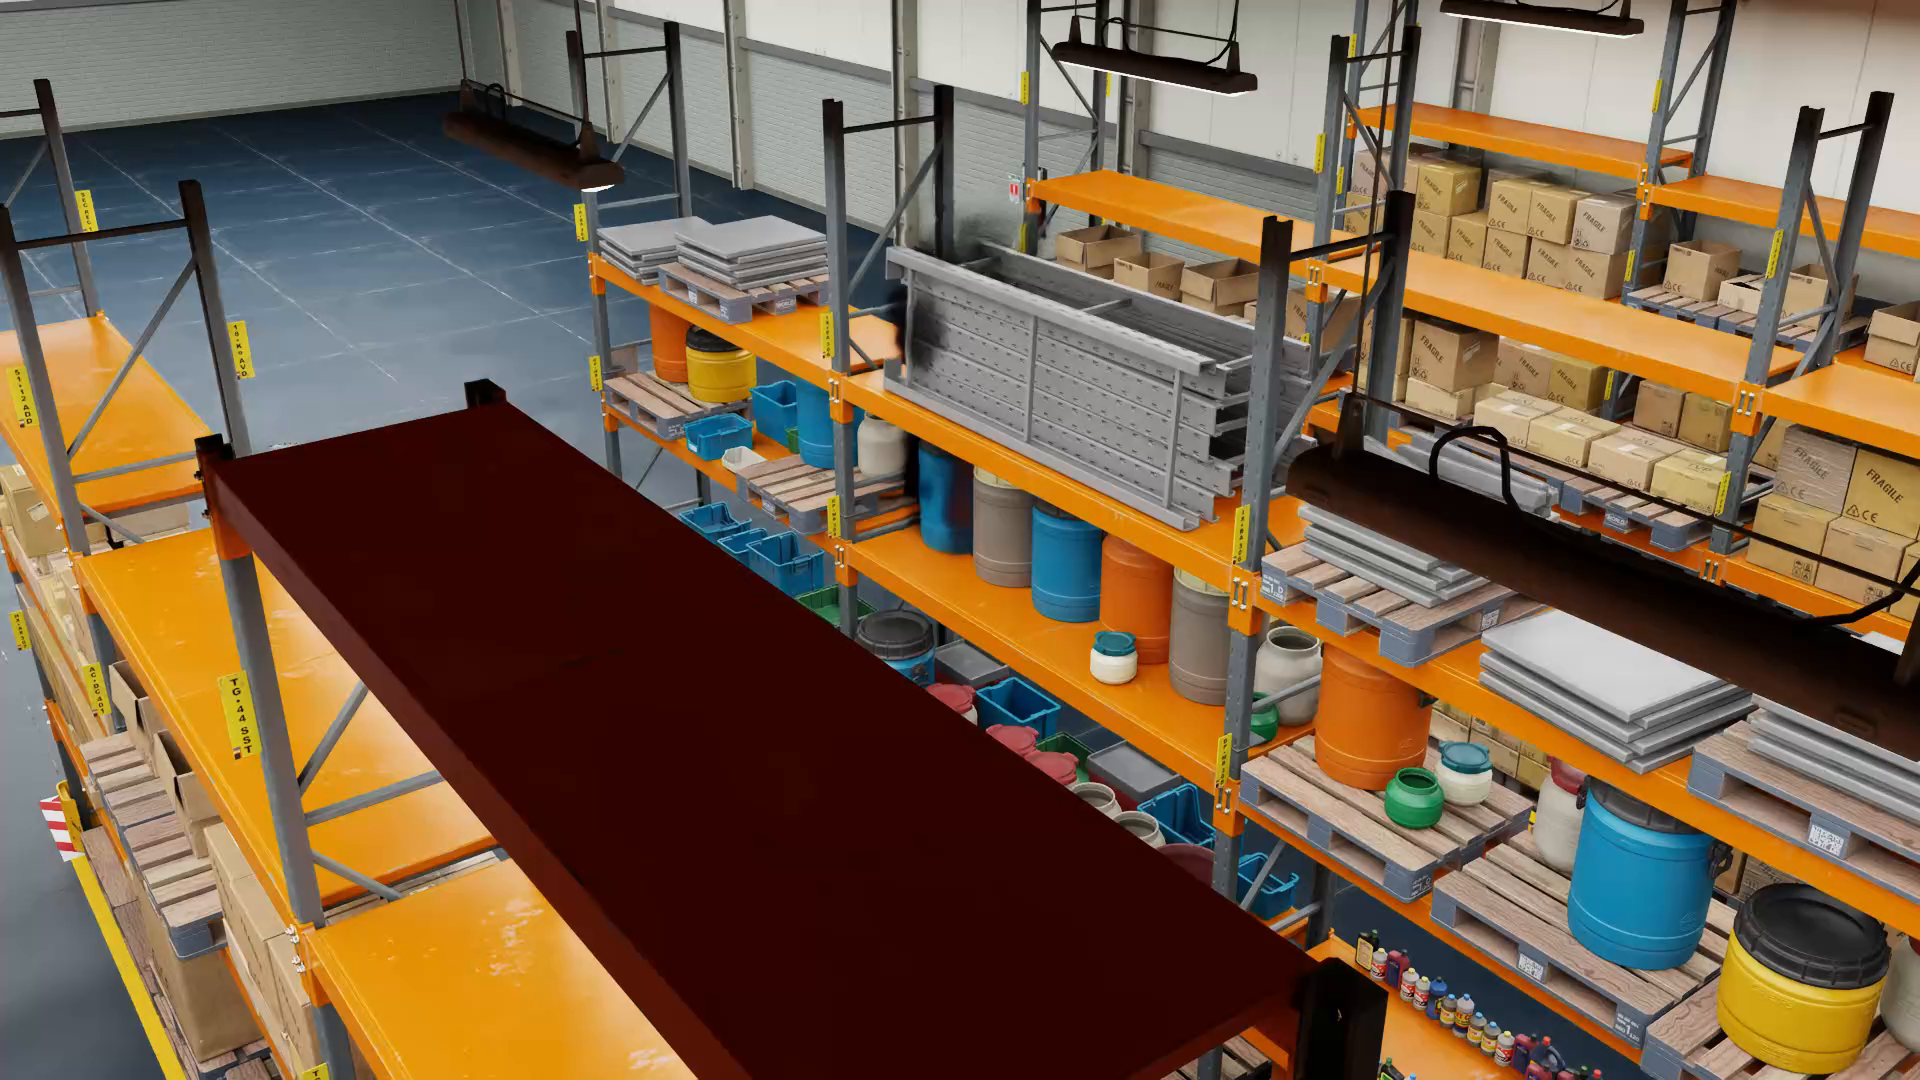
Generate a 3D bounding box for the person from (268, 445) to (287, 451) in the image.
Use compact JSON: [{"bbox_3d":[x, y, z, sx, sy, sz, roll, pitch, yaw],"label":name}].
[{"bbox_3d":[-6.907,-0.128,17.105,0.910,1.793,0.644,-2,25,-4],"label":"person"}]
